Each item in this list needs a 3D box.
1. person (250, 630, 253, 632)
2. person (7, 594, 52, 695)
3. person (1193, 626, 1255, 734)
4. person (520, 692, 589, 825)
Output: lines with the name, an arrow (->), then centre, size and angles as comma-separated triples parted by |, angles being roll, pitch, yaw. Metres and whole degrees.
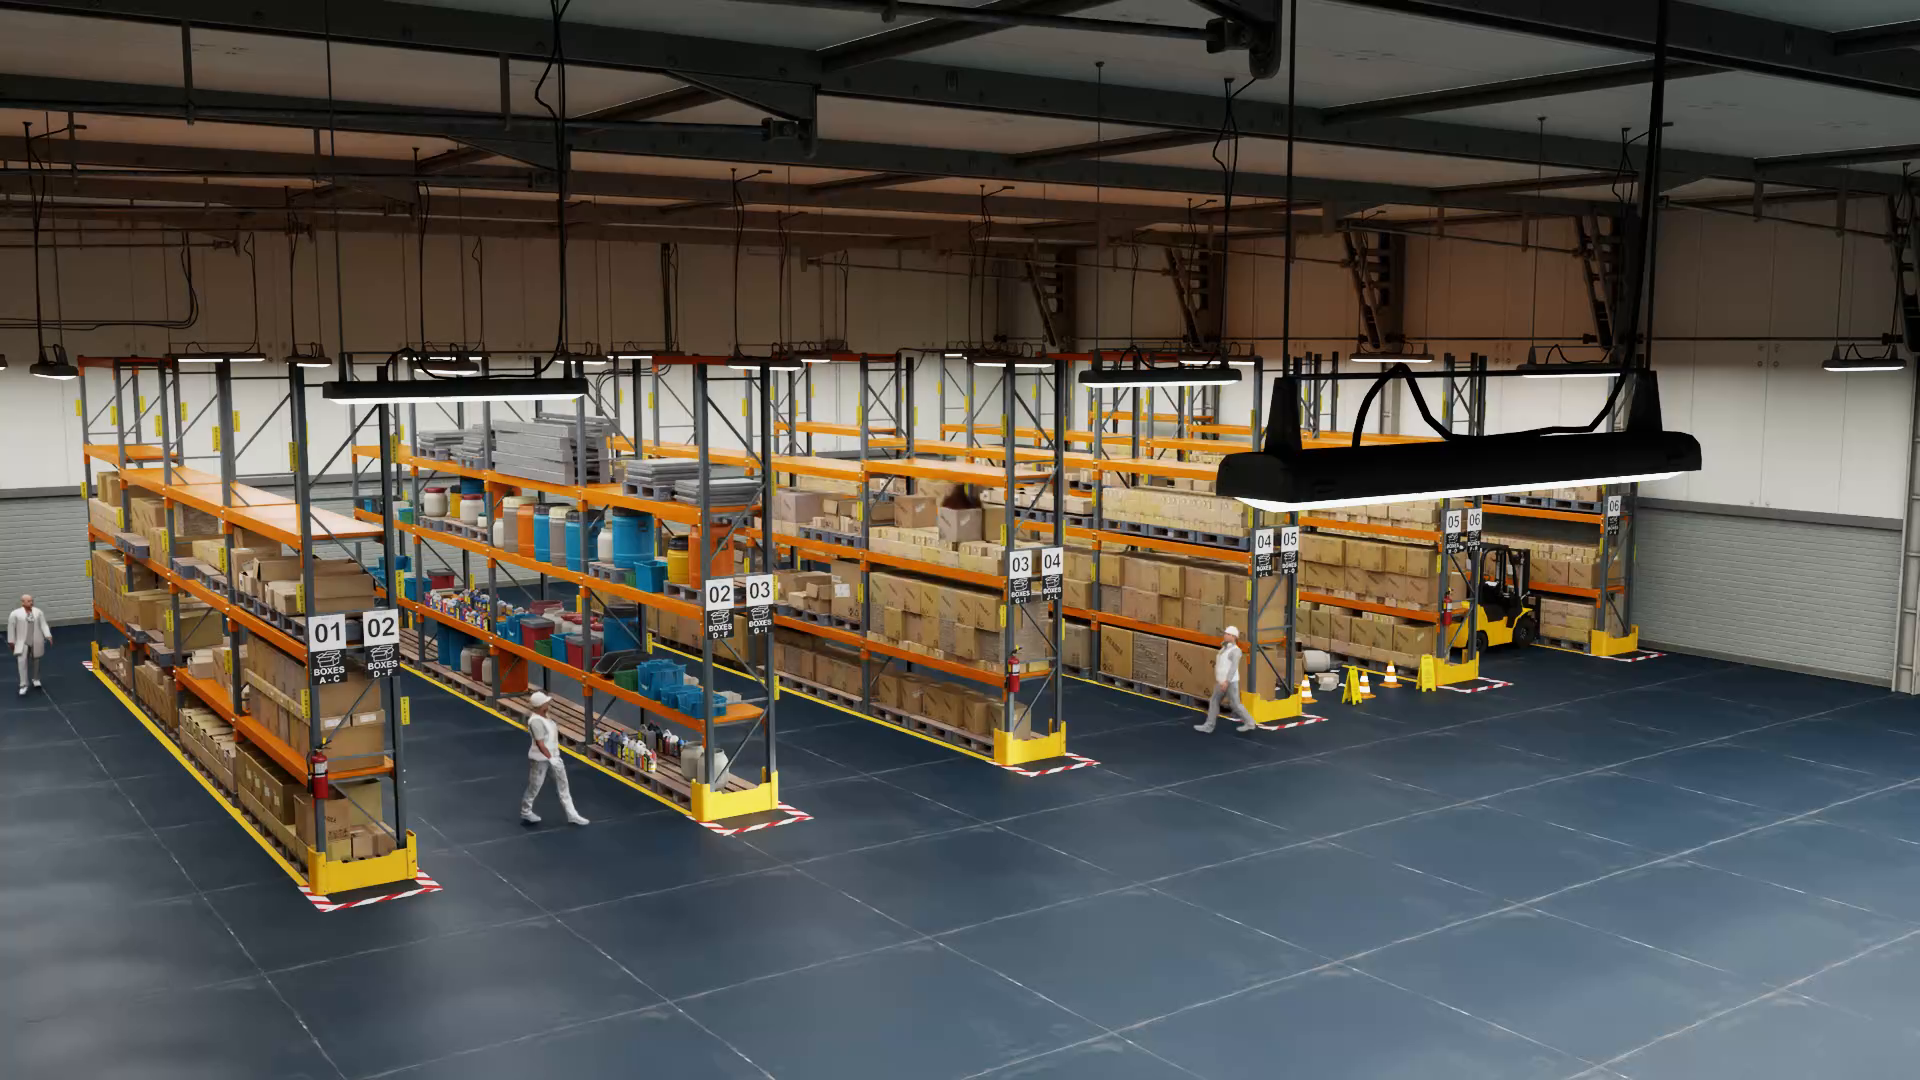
person -> -13.222, 1.684, 31.604 | 0.539, 1.614, 1.027 | -4, 8, -30
person -> -16.660, 1.836, 29.793 | 0.709, 1.724, 1.096 | -3, 8, -27
person -> 4.254, 2.250, 26.641 | 0.966, 1.730, 0.580 | -1, 7, -6
person -> -5.339, 2.834, 21.565 | 0.923, 1.747, 0.503 | 3, 8, 24
